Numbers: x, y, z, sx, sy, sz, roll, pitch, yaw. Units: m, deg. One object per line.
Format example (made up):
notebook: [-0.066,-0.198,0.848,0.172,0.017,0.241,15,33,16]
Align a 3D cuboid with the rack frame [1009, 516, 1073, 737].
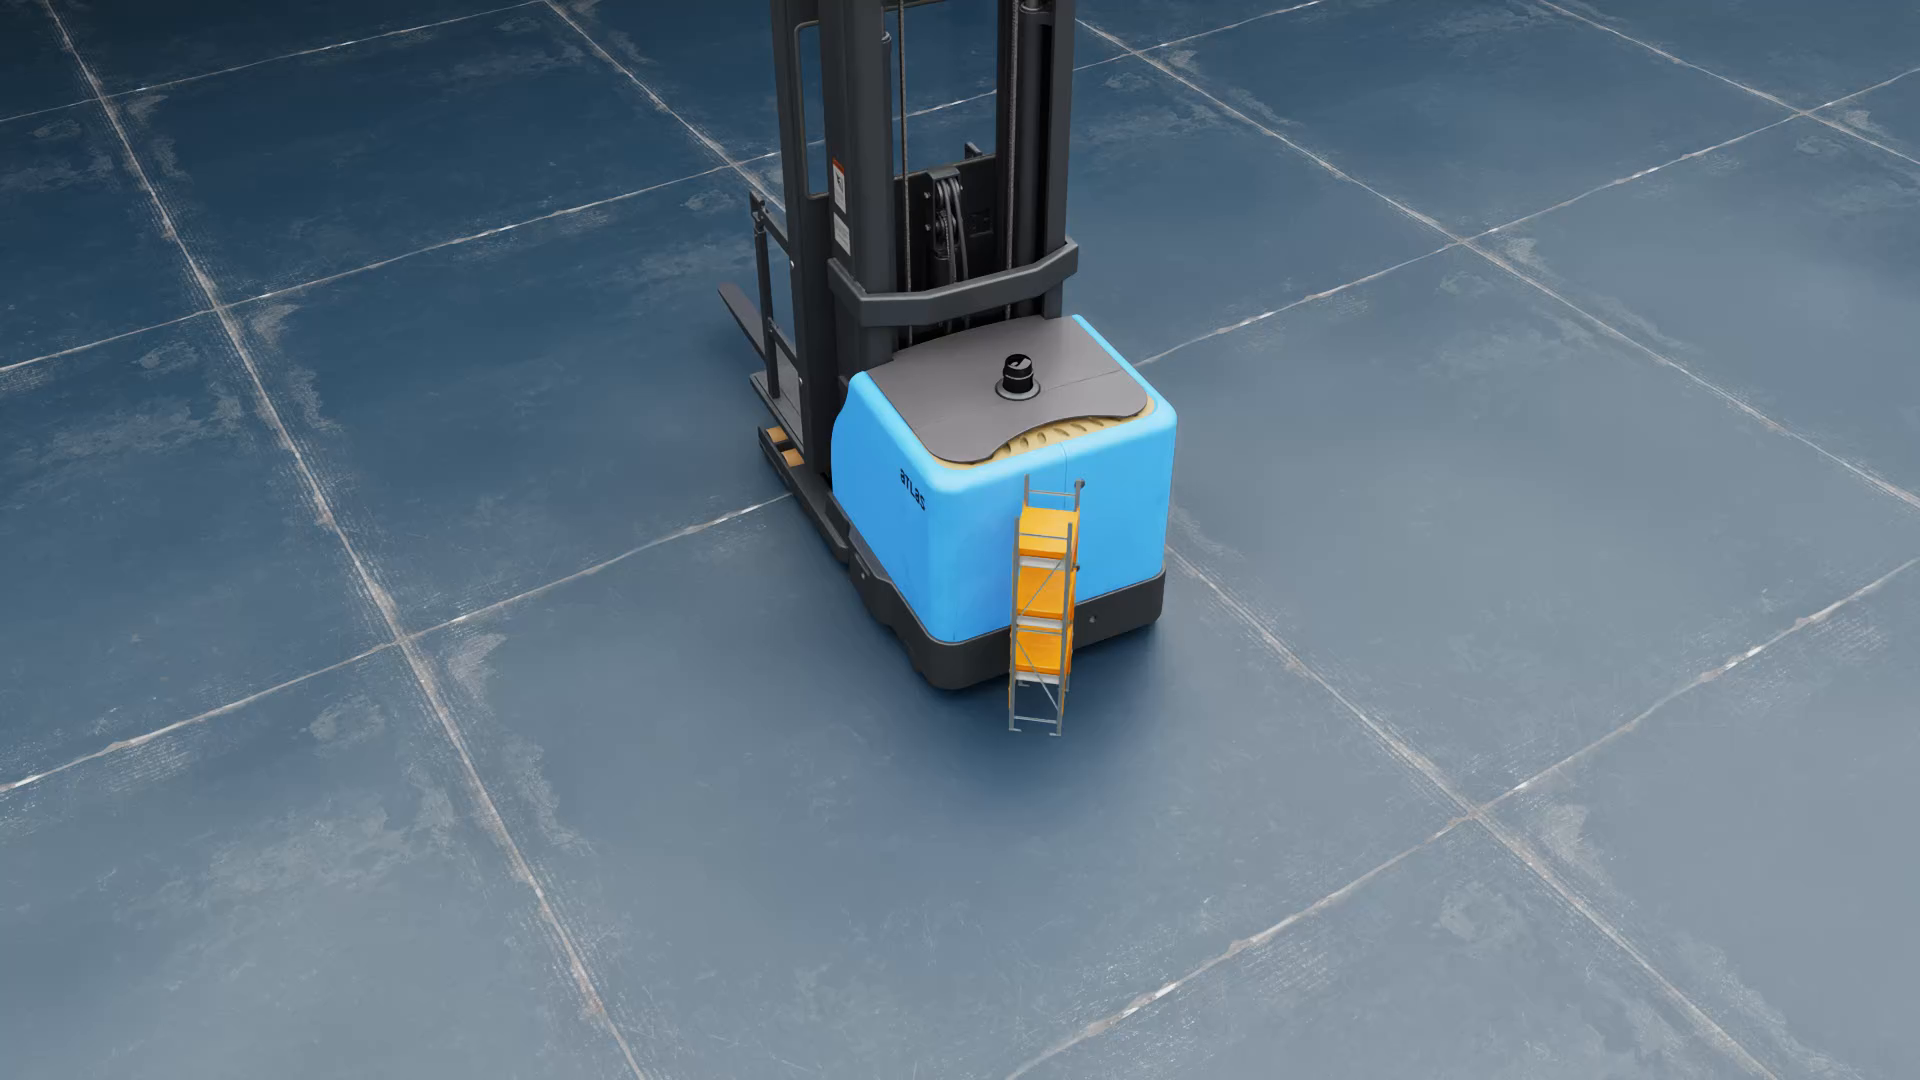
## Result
rack frame: [0.287,0.335,6.028,0.200,1.050,0.008,6,40,7]

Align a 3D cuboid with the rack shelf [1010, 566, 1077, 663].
rack shelf: [0.307,0.266,6.127,0.215,0.259,0.240,6,40,7]

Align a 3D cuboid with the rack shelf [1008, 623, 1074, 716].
rack shelf: [0.307,0.480,6.305,0.215,0.259,0.240,6,40,7]

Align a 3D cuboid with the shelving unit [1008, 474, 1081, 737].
shelving unit: [0.307,0.258,6.120,0.215,1.050,0.252,6,40,7]

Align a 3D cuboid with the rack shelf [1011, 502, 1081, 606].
rack shelf: [0.307,0.048,5.945,0.215,0.259,0.240,6,40,7]

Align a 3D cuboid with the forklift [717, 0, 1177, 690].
forklift: [-0.273,-1.485,6.743,1.130,2.935,3.031,-17,43,-20]

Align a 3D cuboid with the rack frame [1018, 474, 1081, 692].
rack frame: [0.328,0.181,6.213,0.200,1.050,0.008,6,40,7]
